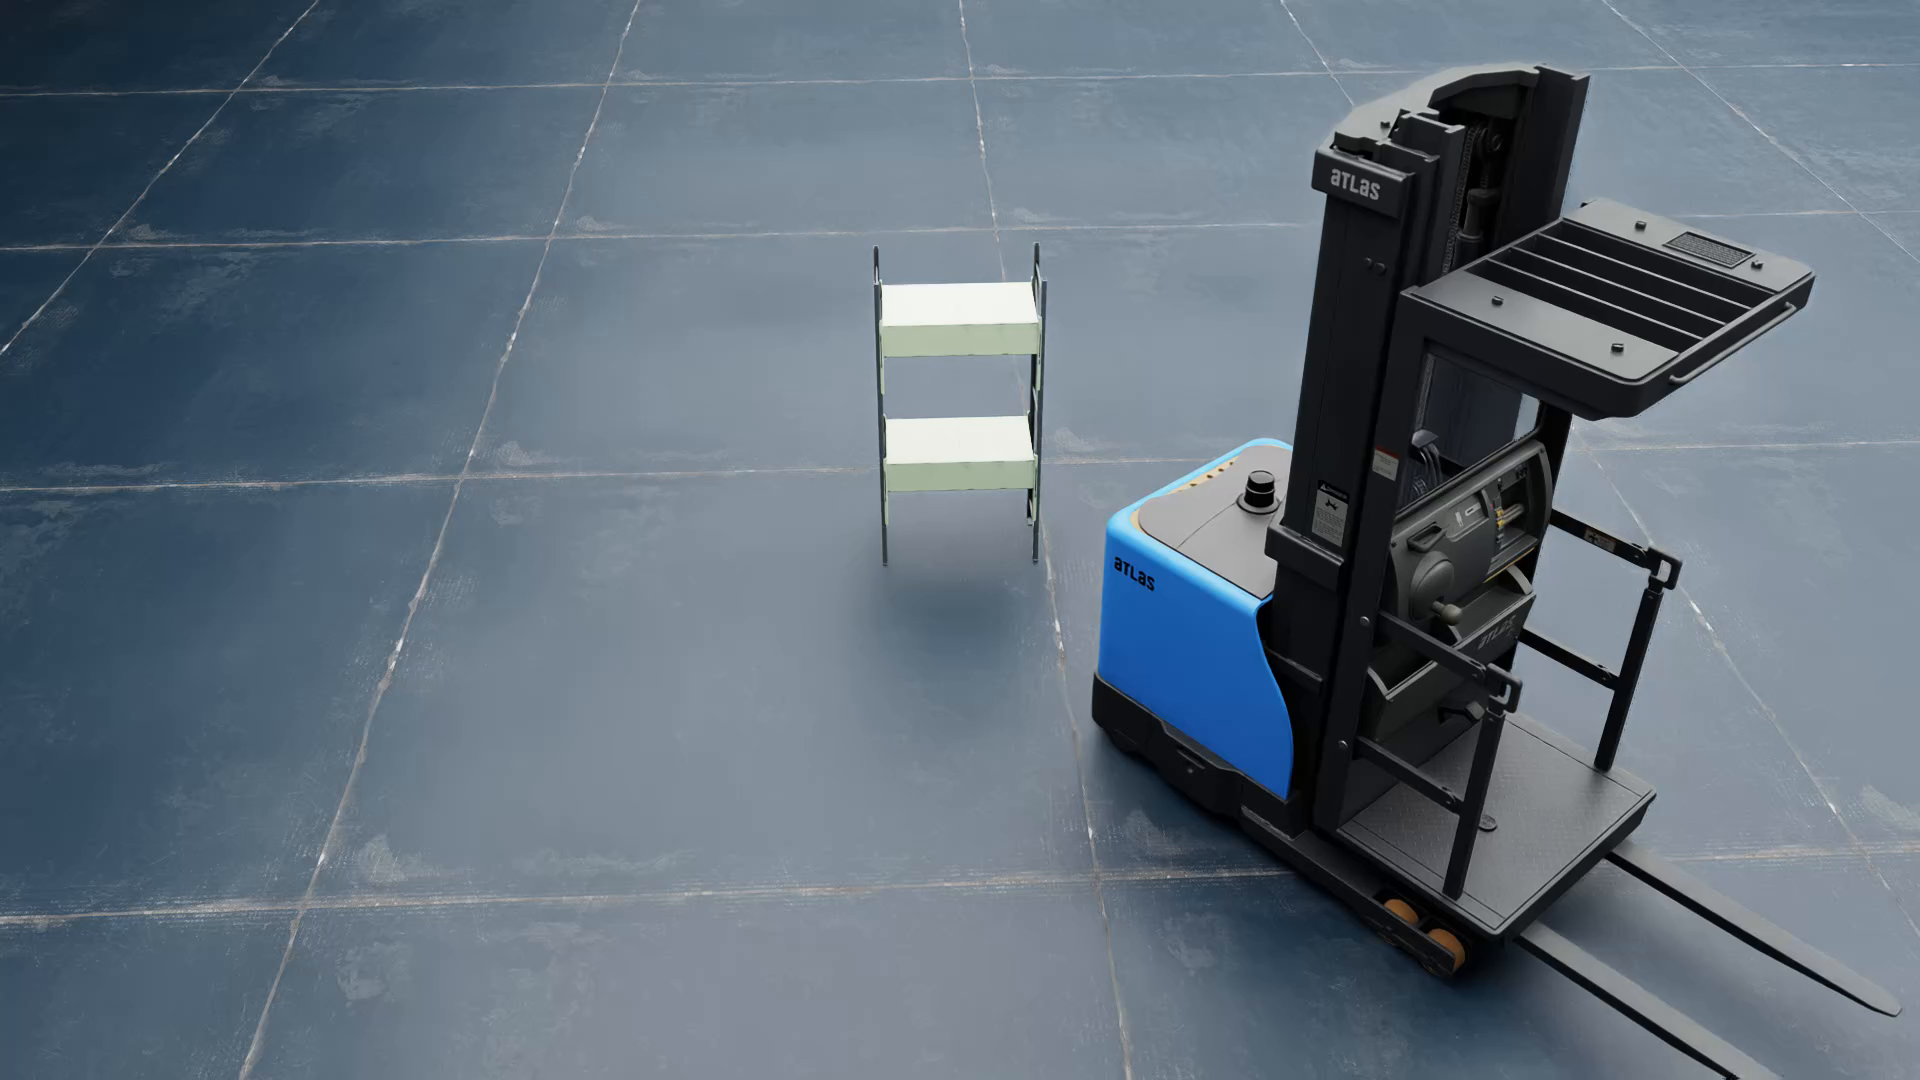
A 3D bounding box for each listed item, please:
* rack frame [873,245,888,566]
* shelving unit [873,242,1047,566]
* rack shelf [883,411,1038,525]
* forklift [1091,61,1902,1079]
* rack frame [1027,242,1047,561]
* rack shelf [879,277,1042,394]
[{"bbox_3d":[-0.372,-0.607,7.809,0.023,1.500,0.400,-2,35,-2],"label":"rack frame"},{"bbox_3d":[-0.007,-0.617,7.823,0.755,1.500,0.431,-2,35,-2],"label":"shelving unit"},{"bbox_3d":[-0.007,-0.348,8.008,0.720,0.370,0.431,-2,35,-2],"label":"rack shelf"},{"bbox_3d":[1.913,0.033,5.627,1.130,2.935,3.031,-27,43,-33],"label":"forklift"},{"bbox_3d":[0.359,-0.626,7.837,0.023,1.500,0.400,-2,35,-2],"label":"rack frame"},{"bbox_3d":[-0.007,-0.937,7.601,0.720,0.370,0.431,-2,35,-2],"label":"rack shelf"}]
